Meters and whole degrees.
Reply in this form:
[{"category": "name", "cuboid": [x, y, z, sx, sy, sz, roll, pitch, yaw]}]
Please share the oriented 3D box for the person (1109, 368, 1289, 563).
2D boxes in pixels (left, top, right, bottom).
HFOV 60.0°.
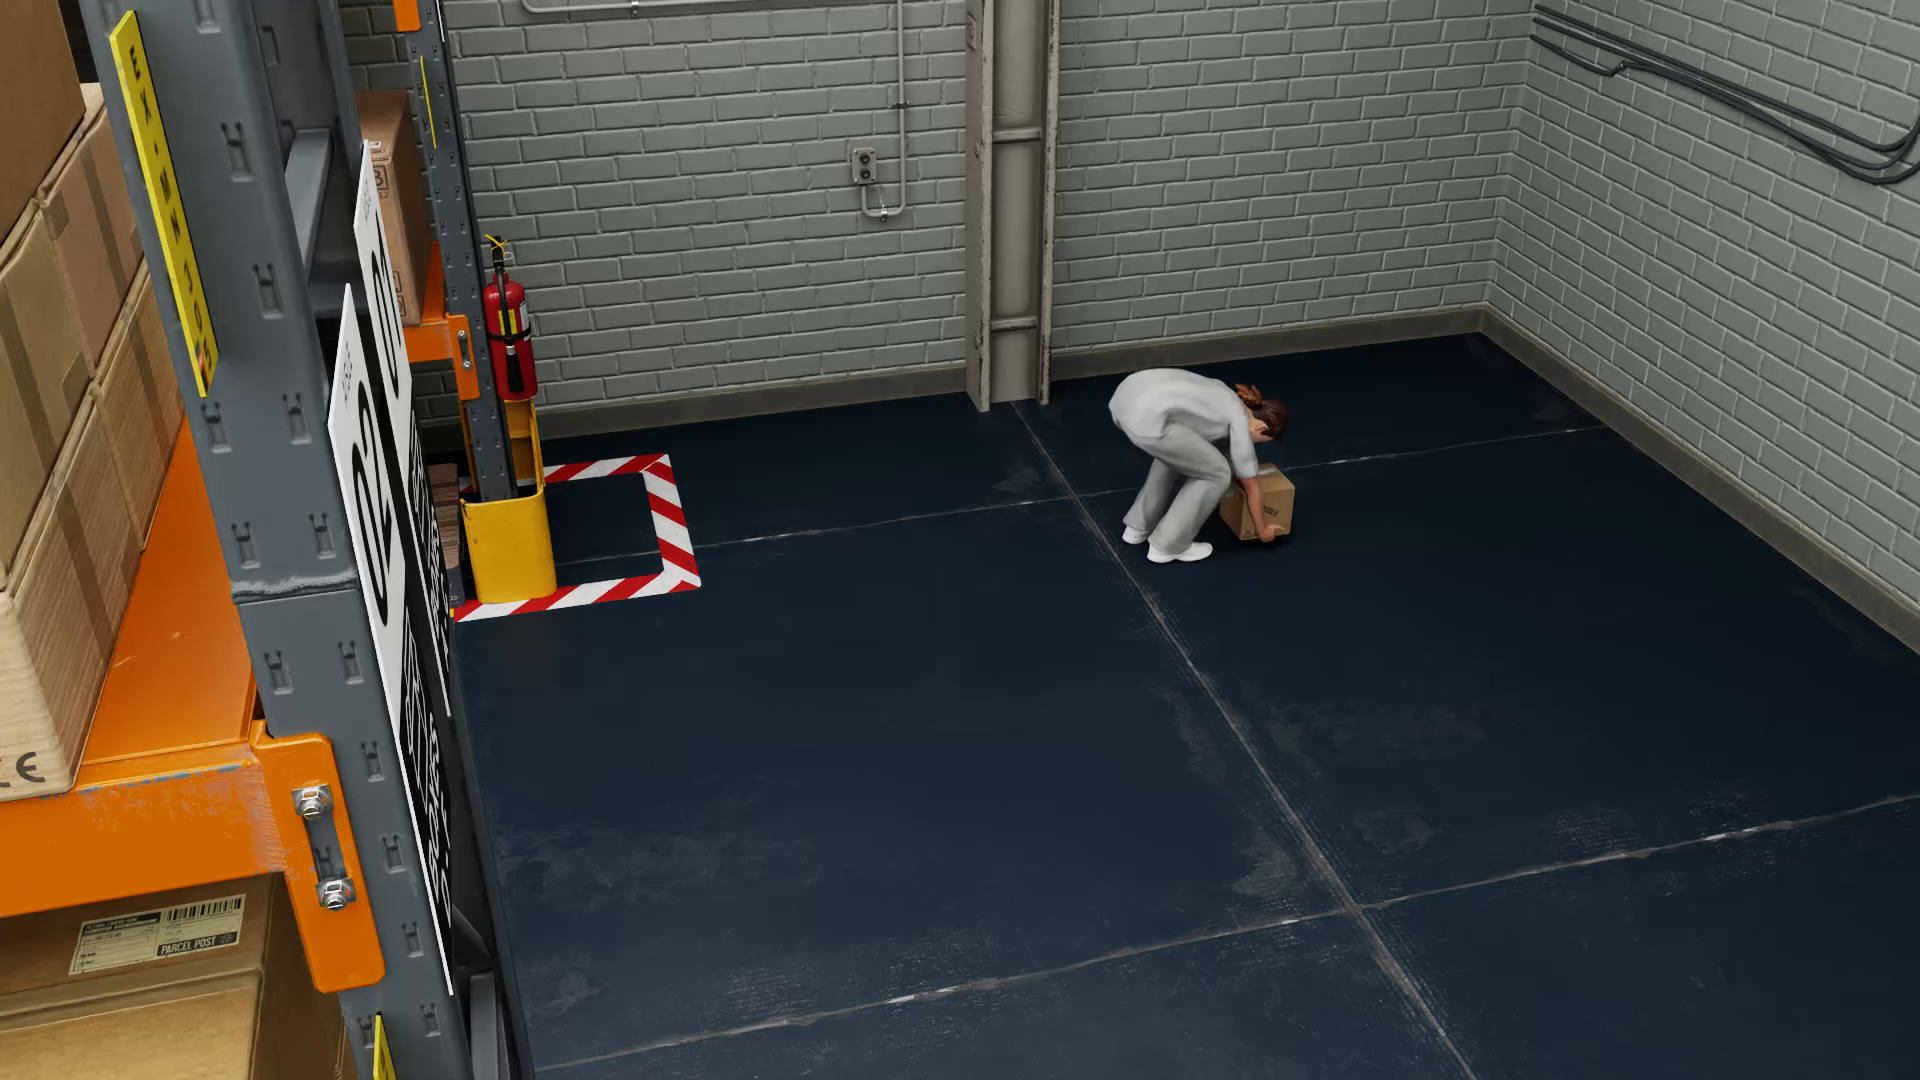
[{"category": "person", "cuboid": [1.081, -0.371, 7.536, 0.847, 0.892, 0.462, -9, 32, -16]}]
